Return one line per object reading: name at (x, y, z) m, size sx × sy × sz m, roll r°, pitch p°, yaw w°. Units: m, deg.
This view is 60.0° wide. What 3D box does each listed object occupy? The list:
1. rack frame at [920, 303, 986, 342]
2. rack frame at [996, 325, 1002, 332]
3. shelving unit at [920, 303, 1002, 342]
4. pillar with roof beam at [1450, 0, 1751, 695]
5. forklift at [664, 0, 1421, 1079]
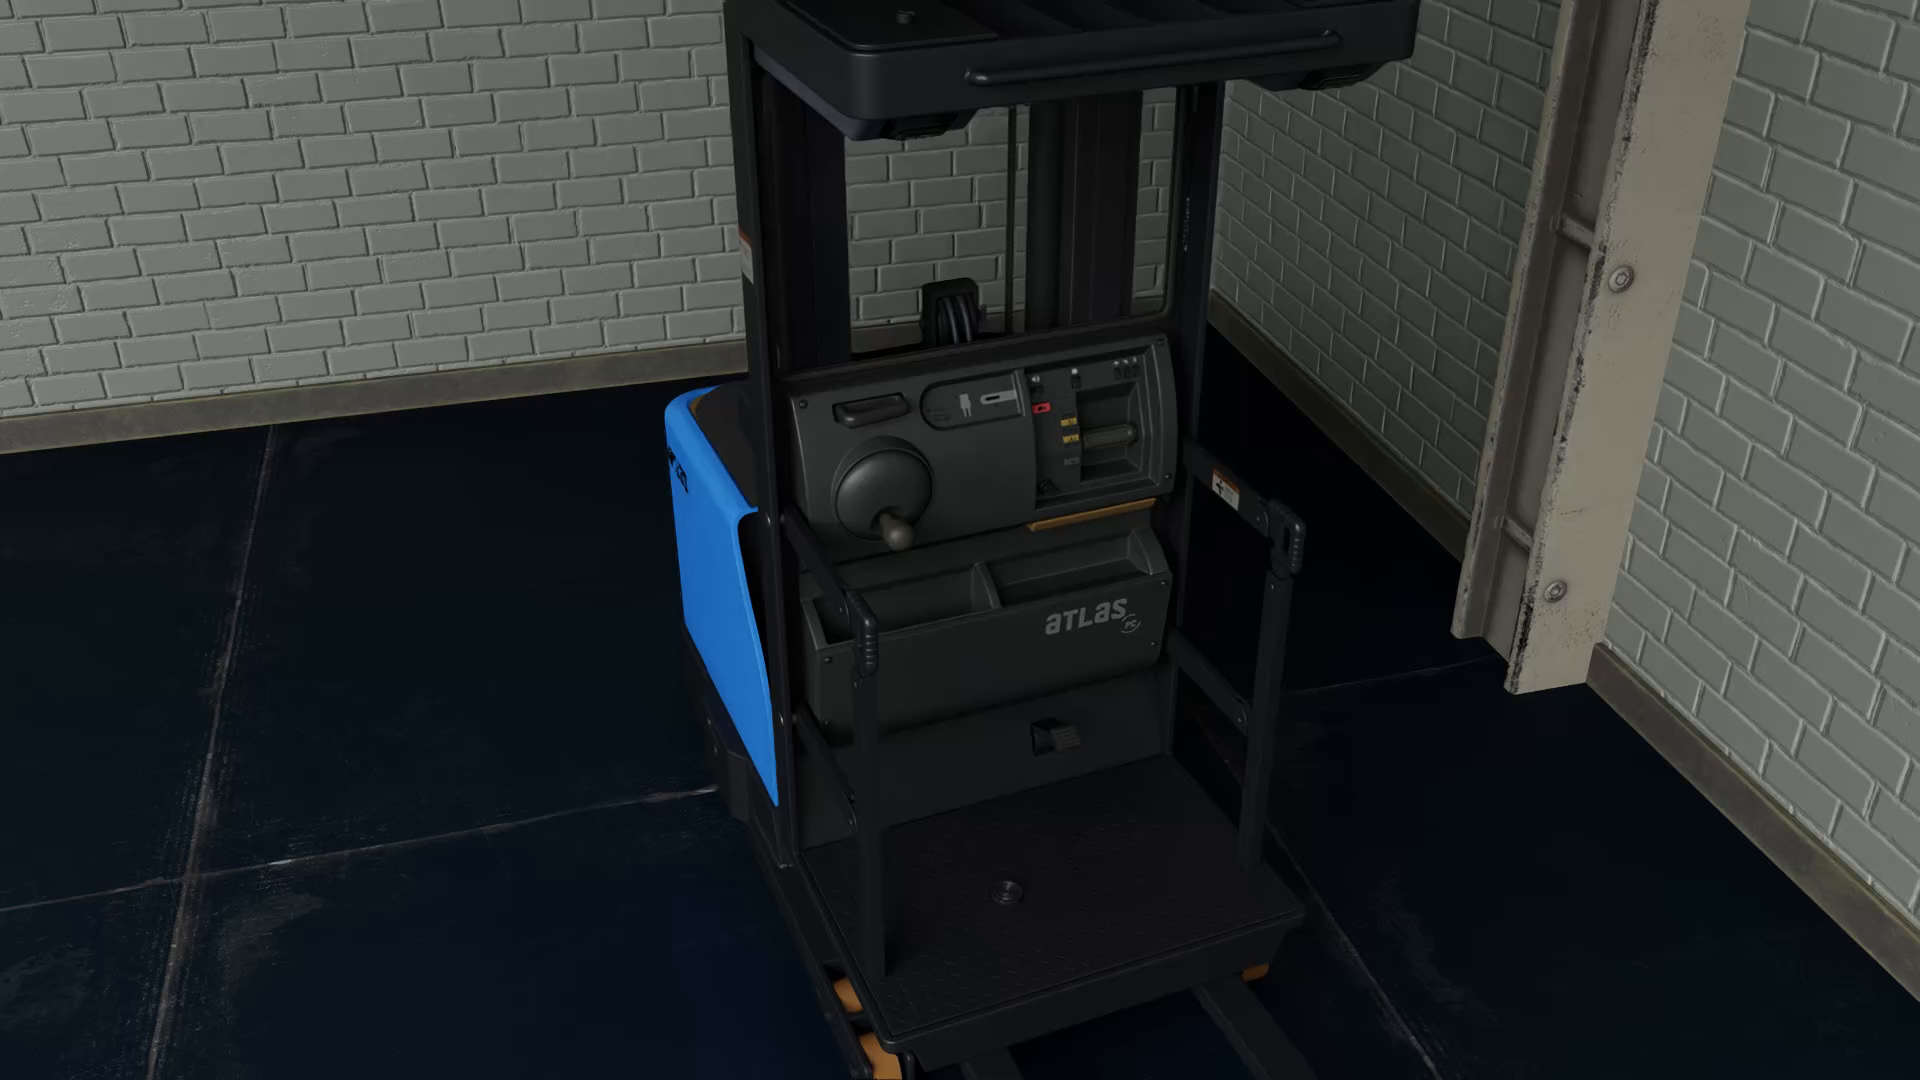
rack frame at (-0.025, -0.435, 6.103) m, size 0.240 × 0.900 × 0.006 m, roll -8°, pitch 31°, yaw -13°
rack frame at (0.029, -0.336, 5.933) m, size 0.240 × 0.900 × 0.006 m, roll -8°, pitch 31°, yaw -13°
shelving unit at (0.002, -0.386, 6.018) m, size 0.258 × 0.900 × 0.210 m, roll -8°, pitch 31°, yaw -13°
pillar with roof beam at (-2.268, -2.937, 2.341) m, size 9.100 × 9.000 × 0.400 m, roll -8°, pitch 31°, yaw -13°
forklift at (0.157, -0.181, 3.636) m, size 1.130 × 2.935 × 3.031 m, roll -12°, pitch 32°, yaw -19°
